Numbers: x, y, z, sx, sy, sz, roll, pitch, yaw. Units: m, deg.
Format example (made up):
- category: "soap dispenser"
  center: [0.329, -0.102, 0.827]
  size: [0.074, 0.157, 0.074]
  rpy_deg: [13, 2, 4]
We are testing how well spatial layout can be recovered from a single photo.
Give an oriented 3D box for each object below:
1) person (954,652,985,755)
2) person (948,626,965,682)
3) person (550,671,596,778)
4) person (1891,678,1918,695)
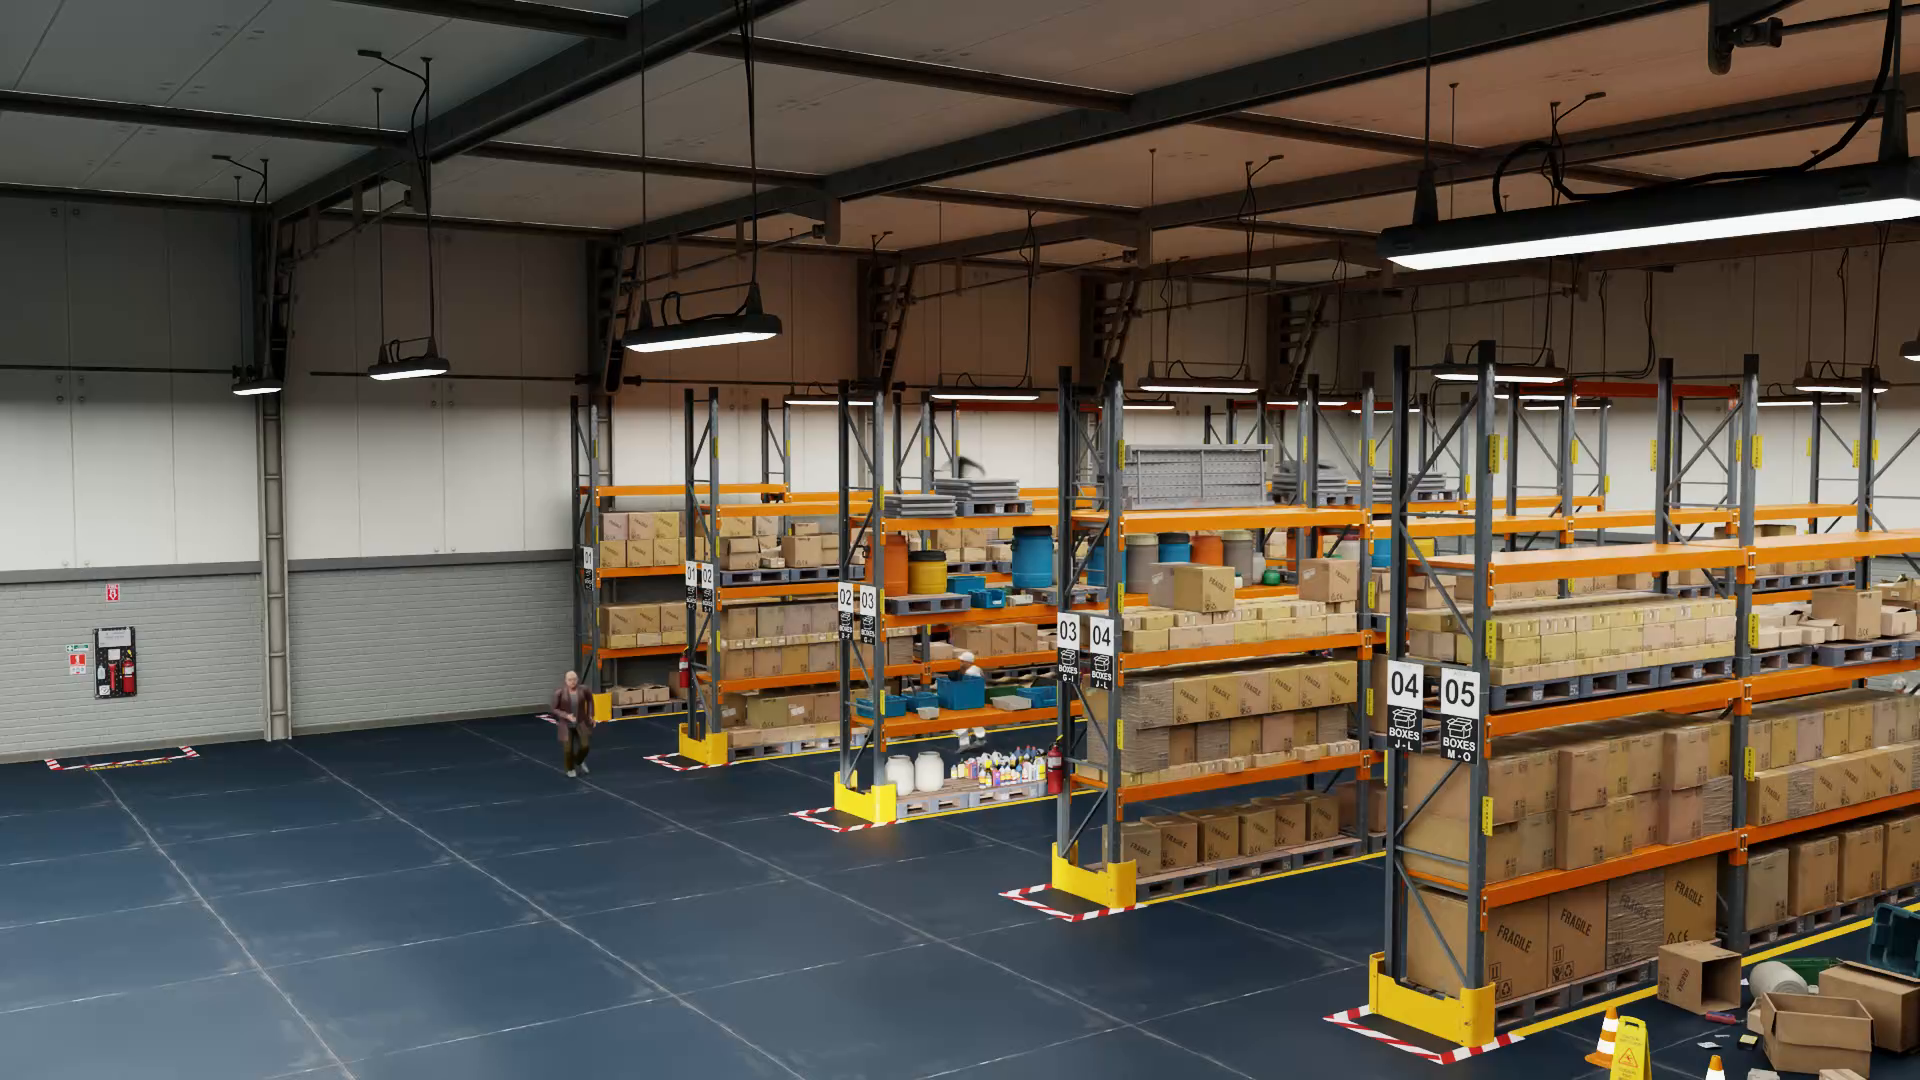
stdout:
- category: "person"
  center: [0.166, 2.662, 27.250]
  size: [0.712, 1.710, 0.804]
  rpy_deg: [-1, 4, -18]
- category: "person"
  center: [0.001, 2.460, 32.762]
  size: [0.578, 1.558, 0.775]
  rpy_deg: [1, 4, 14]
- category: "person"
  center: [-5.885, 2.809, 25.299]
  size: [0.691, 1.669, 0.829]
  rpy_deg: [-1, 4, -20]
- category: "person"
  center: [14.970, 2.865, 26.270]
  size: [0.931, 1.428, 0.625]
  rpy_deg: [-1, 4, -16]
